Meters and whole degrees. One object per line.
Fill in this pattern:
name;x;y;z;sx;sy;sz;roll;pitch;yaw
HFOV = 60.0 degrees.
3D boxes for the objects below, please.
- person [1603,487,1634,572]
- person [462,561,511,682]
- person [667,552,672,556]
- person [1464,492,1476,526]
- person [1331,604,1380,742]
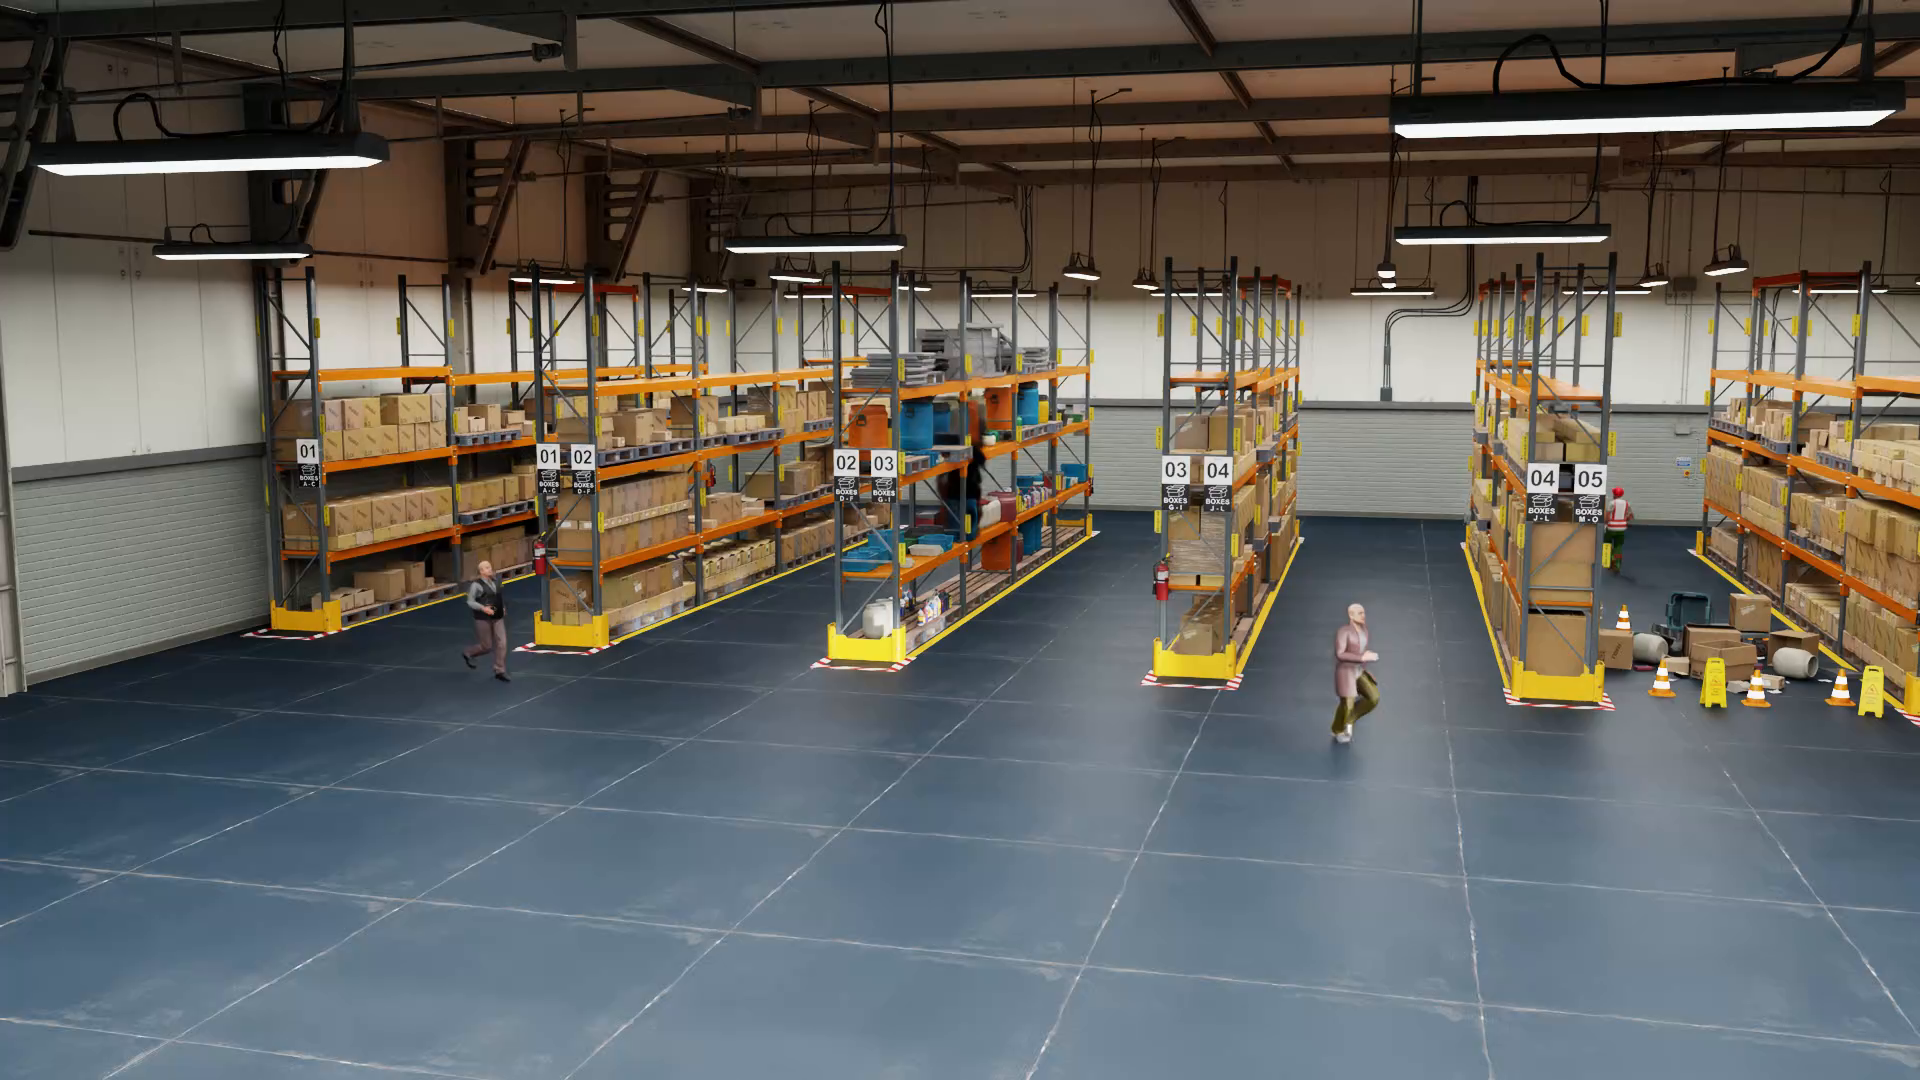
person;13.571;-0.236;34.428;0.659;1.744;0.578;0;7;0
person;-6.779;1.153;23.839;0.864;1.719;0.662;5;9;33
person;-6.404;-0.498;37.105;0.576;1.650;0.723;2;7;14
person;12.188;-0.795;39.323;0.502;1.651;0.650;5;9;32
person;4.746;1.609;19.959;0.759;1.726;0.793;-5;9;-35
